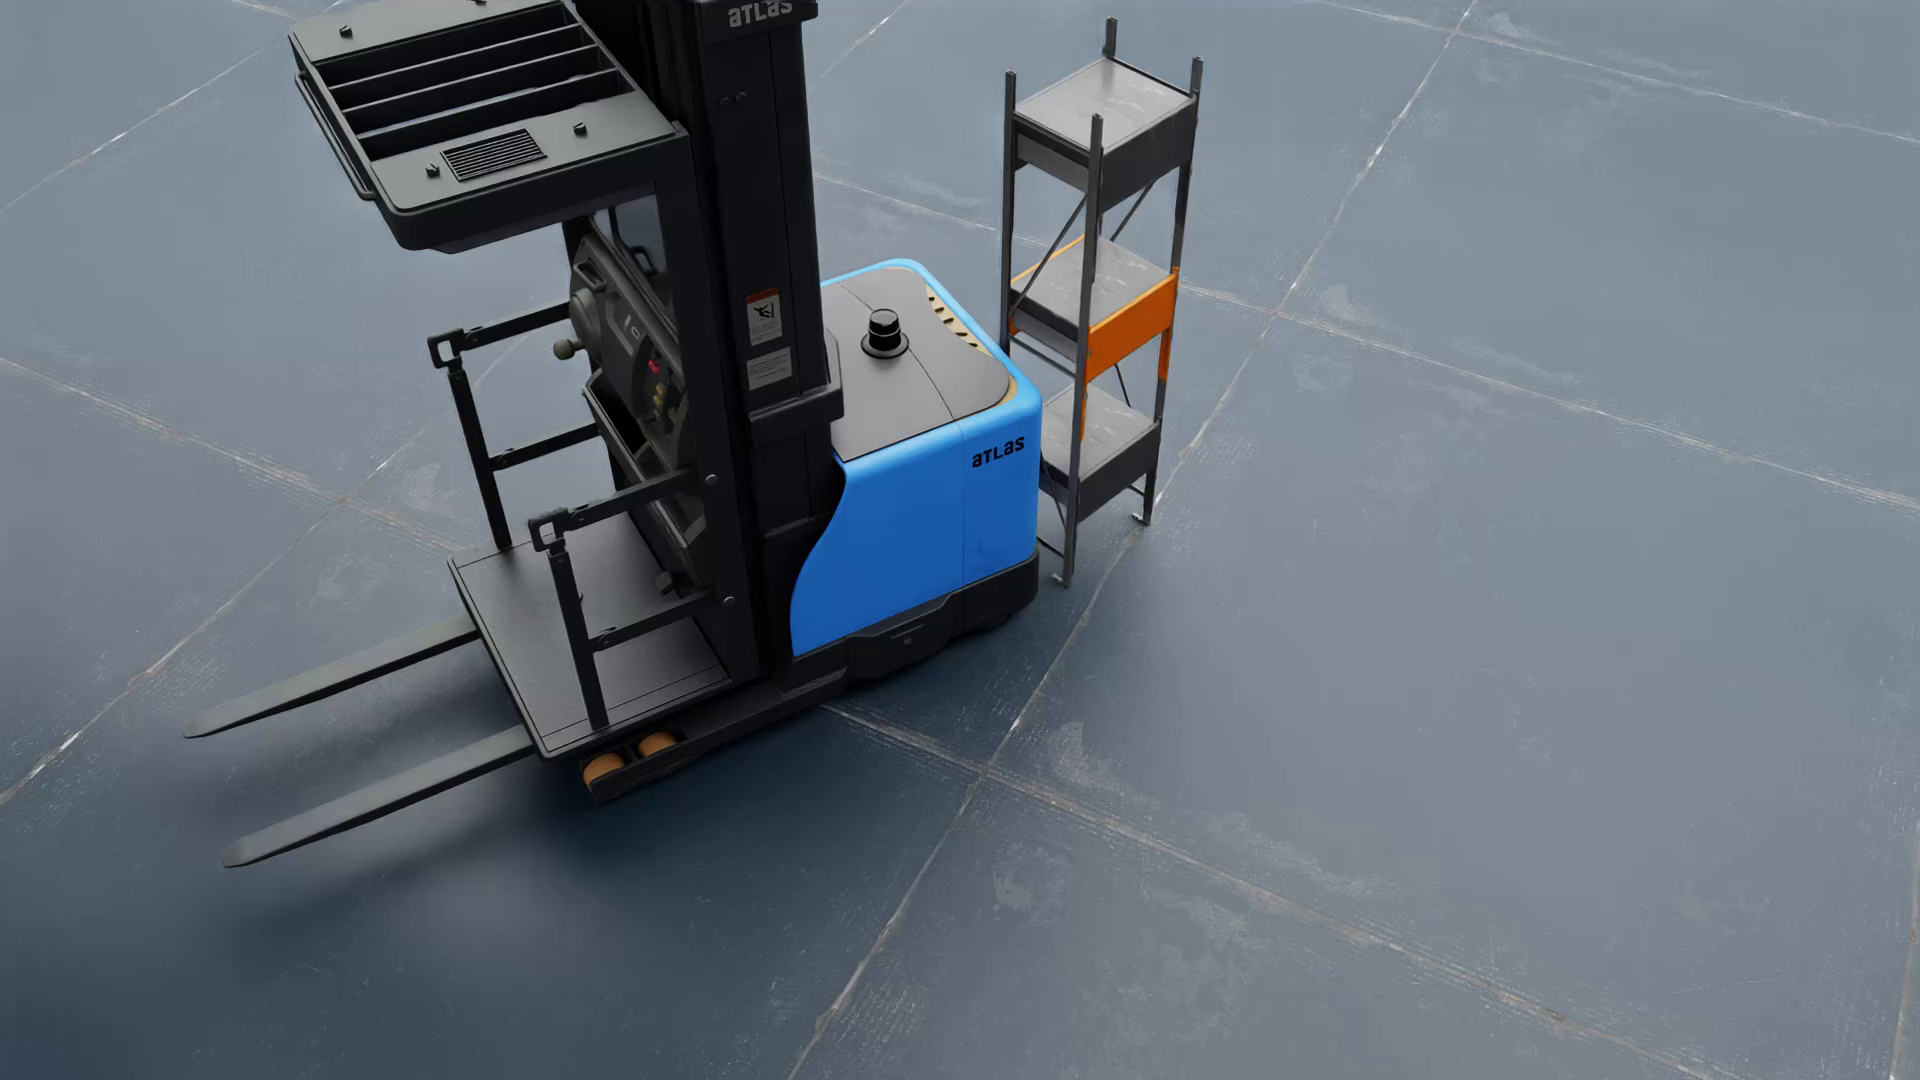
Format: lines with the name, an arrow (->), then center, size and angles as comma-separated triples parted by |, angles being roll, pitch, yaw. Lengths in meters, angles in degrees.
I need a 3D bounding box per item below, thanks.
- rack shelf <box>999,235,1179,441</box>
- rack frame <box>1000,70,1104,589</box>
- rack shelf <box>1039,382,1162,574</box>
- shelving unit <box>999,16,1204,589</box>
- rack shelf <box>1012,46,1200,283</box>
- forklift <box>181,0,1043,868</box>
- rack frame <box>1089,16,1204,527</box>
rack shelf -> 0.463, -0.764, 6.048 | 0.431, 0.518, 0.480 | 35, 55, 30
rack frame -> 0.291, -0.650, 5.916 | 0.400, 2.100, 0.015 | 35, 55, 30
rack shelf -> 0.463, -0.272, 6.546 | 0.431, 0.518, 0.480 | 35, 55, 30
shelving unit -> 0.463, -0.773, 6.038 | 0.431, 2.100, 0.503 | 35, 55, 30
rack shelf -> 0.463, -1.256, 5.550 | 0.431, 0.518, 0.480 | 35, 55, 30
forklift -> -1.234, -0.552, 5.235 | 3.031, 2.935, 1.130 | -22, 49, -20
rack frame -> 0.634, -0.897, 6.160 | 0.400, 2.100, 0.015 | 35, 55, 30
